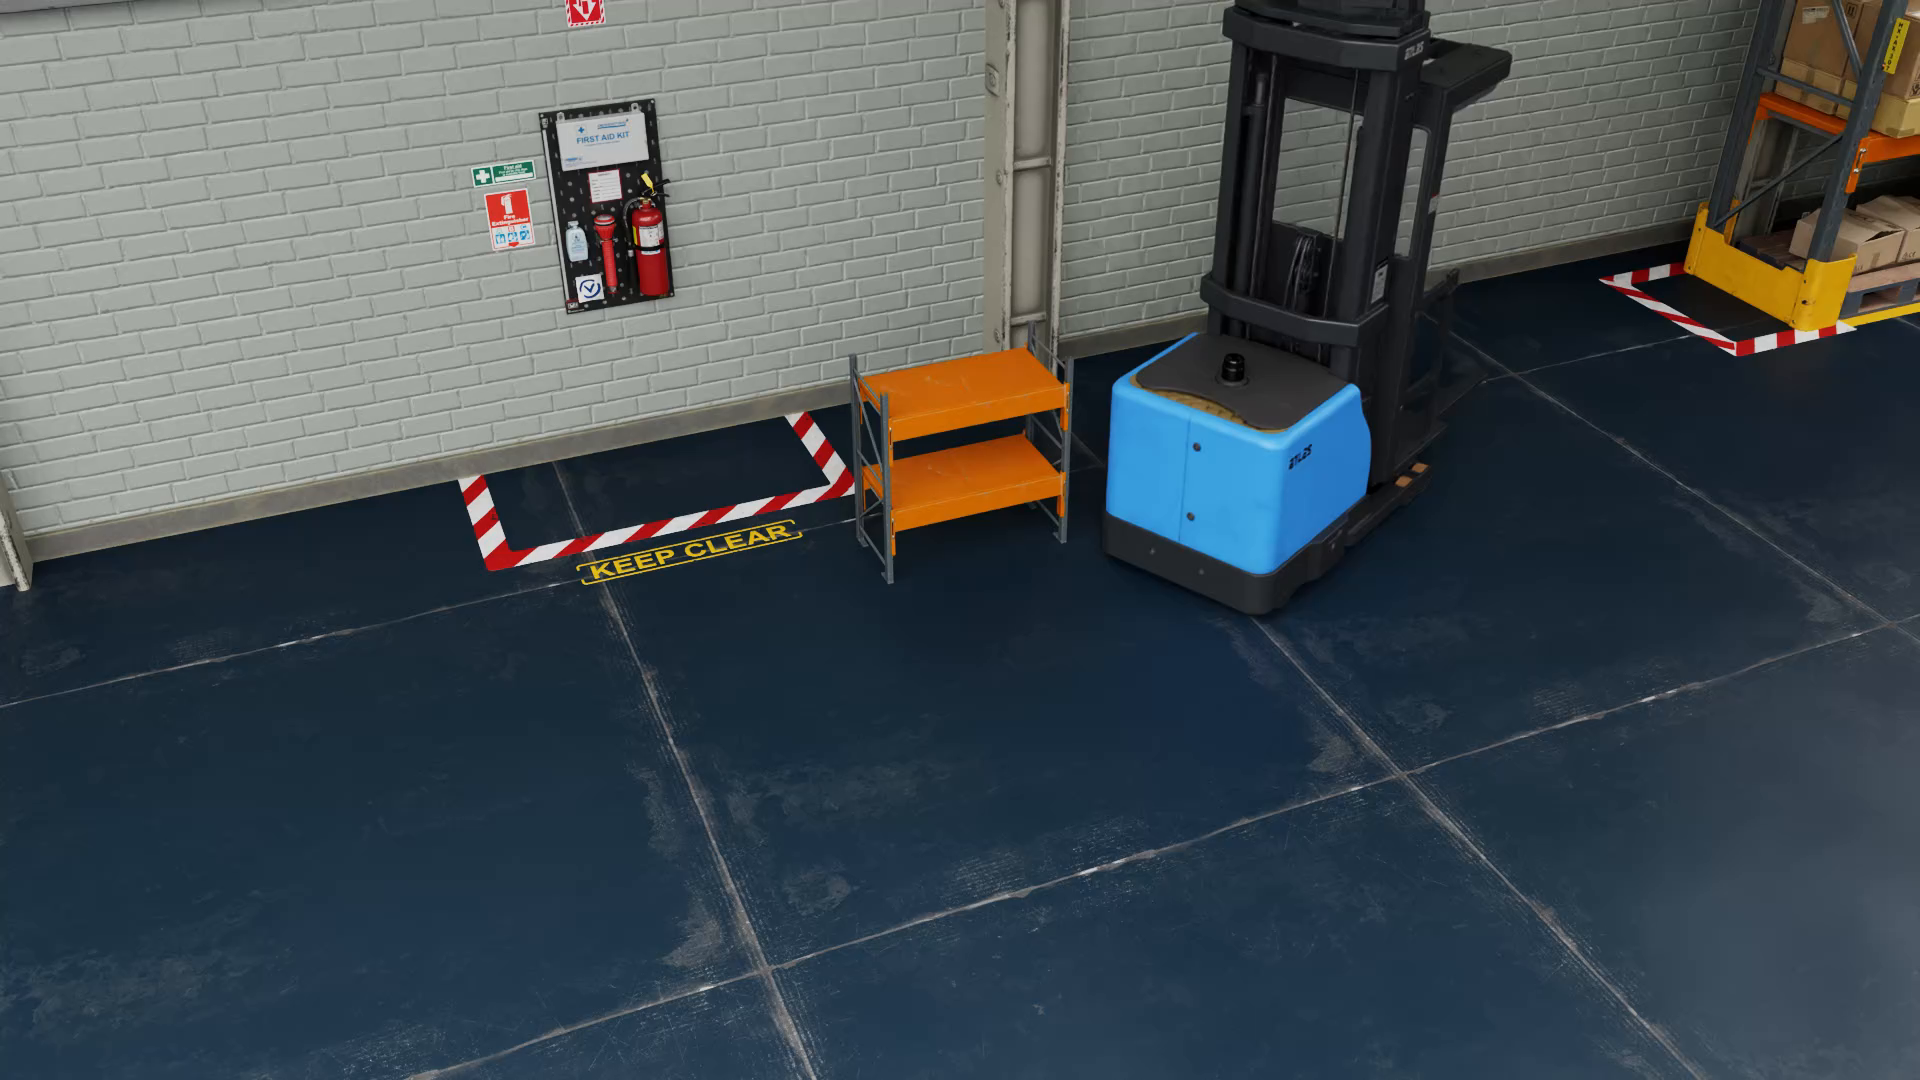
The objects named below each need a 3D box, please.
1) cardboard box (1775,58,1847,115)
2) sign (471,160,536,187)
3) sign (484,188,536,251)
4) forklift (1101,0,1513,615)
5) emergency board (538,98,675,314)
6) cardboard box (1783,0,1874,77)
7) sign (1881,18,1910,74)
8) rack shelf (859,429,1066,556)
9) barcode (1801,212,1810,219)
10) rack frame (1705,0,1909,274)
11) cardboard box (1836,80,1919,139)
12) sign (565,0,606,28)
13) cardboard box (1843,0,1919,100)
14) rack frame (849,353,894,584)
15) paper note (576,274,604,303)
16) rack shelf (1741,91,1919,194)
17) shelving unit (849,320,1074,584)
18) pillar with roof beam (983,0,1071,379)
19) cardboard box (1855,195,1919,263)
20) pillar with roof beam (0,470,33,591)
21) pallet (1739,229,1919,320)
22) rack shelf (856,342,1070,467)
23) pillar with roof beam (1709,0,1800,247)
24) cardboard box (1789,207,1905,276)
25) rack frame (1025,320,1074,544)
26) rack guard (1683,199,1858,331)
[{"bbox_3d":[5.965,-3.126,11.341,0.500,0.250,0.500,-12,35,-18],"label":"cardboard box"},{"bbox_3d":[-2.448,-1.966,8.921,0.331,0.109,0.001,-13,35,-19],"label":"sign"},{"bbox_3d":[-2.455,-1.748,9.071,0.234,0.329,0.001,-13,35,-19],"label":"sign"},{"bbox_3d":[2.085,-1.583,8.913,1.130,2.935,3.031,24,40,32],"label":"forklift"},{"bbox_3d":[-1.906,-1.798,9.180,0.643,1.169,0.194,-13,35,-19],"label":"emergency board"},{"bbox_3d":[5.962,-3.450,11.152,0.500,0.500,0.500,-13,35,-19],"label":"cardboard box"},{"bbox_3d":[5.819,-3.074,10.349,0.005,0.325,0.100,-13,35,-19],"label":"sign"},{"bbox_3d":[0.006,-0.268,8.997,1.000,0.278,0.538,-13,35,-19],"label":"rack shelf"},{"bbox_3d":[6.144,-2.351,12.085,0.075,0.075,0.001,-13,35,-19],"label":"barcode"},{"bbox_3d":[5.609,-2.984,11.004,0.127,3.000,1.000,-13,35,-19],"label":"rack frame"},{"bbox_3d":[6.182,-2.873,10.952,0.500,0.250,0.500,-14,36,-20],"label":"cardboard box"},{"bbox_3d":[-1.952,-2.818,8.623,0.199,0.298,0.001,-13,35,-19],"label":"sign"},{"bbox_3d":[6.166,-3.194,10.758,0.500,0.500,0.500,-13,35,-19],"label":"cardboard box"},{"bbox_3d":[-0.462,-0.366,8.698,0.032,1.125,0.500,-13,35,-19],"label":"rack frame"},{"bbox_3d":[-2.096,-1.426,9.417,0.142,0.148,0.016,-13,35,-19],"label":"paper note"},{"bbox_3d":[7.453,-3.105,11.849,4.000,0.370,1.077,-13,35,-19],"label":"rack shelf"},{"bbox_3d":[0.006,-0.473,8.863,1.048,1.125,0.538,-13,35,-19],"label":"shelving unit"},{"bbox_3d":[2.054,-2.650,4.990,0.400,9.000,9.100,-13,35,-19],"label":"pillar with roof beam"},{"bbox_3d":[6.808,-2.263,11.957,0.500,0.311,0.500,-10,34,-15],"label":"cardboard box"},{"bbox_3d":[-3.478,-1.383,3.043,0.400,9.000,9.100,-13,35,-19],"label":"pillar with roof beam"},{"bbox_3d":[6.442,-1.985,12.025,1.213,0.211,1.003,-13,35,-19],"label":"pallet"},{"bbox_3d":[0.006,-0.718,8.704,1.000,0.278,0.538,-13,35,-19],"label":"rack shelf"},{"bbox_3d":[7.586,-3.917,6.937,0.400,9.000,9.100,-13,35,-19],"label":"pillar with roof beam"},{"bbox_3d":[6.282,-2.142,11.772,0.500,0.311,0.500,-17,37,-24],"label":"cardboard box"},{"bbox_3d":[0.475,-0.580,9.028,0.032,1.125,0.500,-13,35,-19],"label":"rack frame"},{"bbox_3d":[5.679,-1.953,11.710,0.348,0.500,1.175,-13,35,-19],"label":"rack guard"}]
